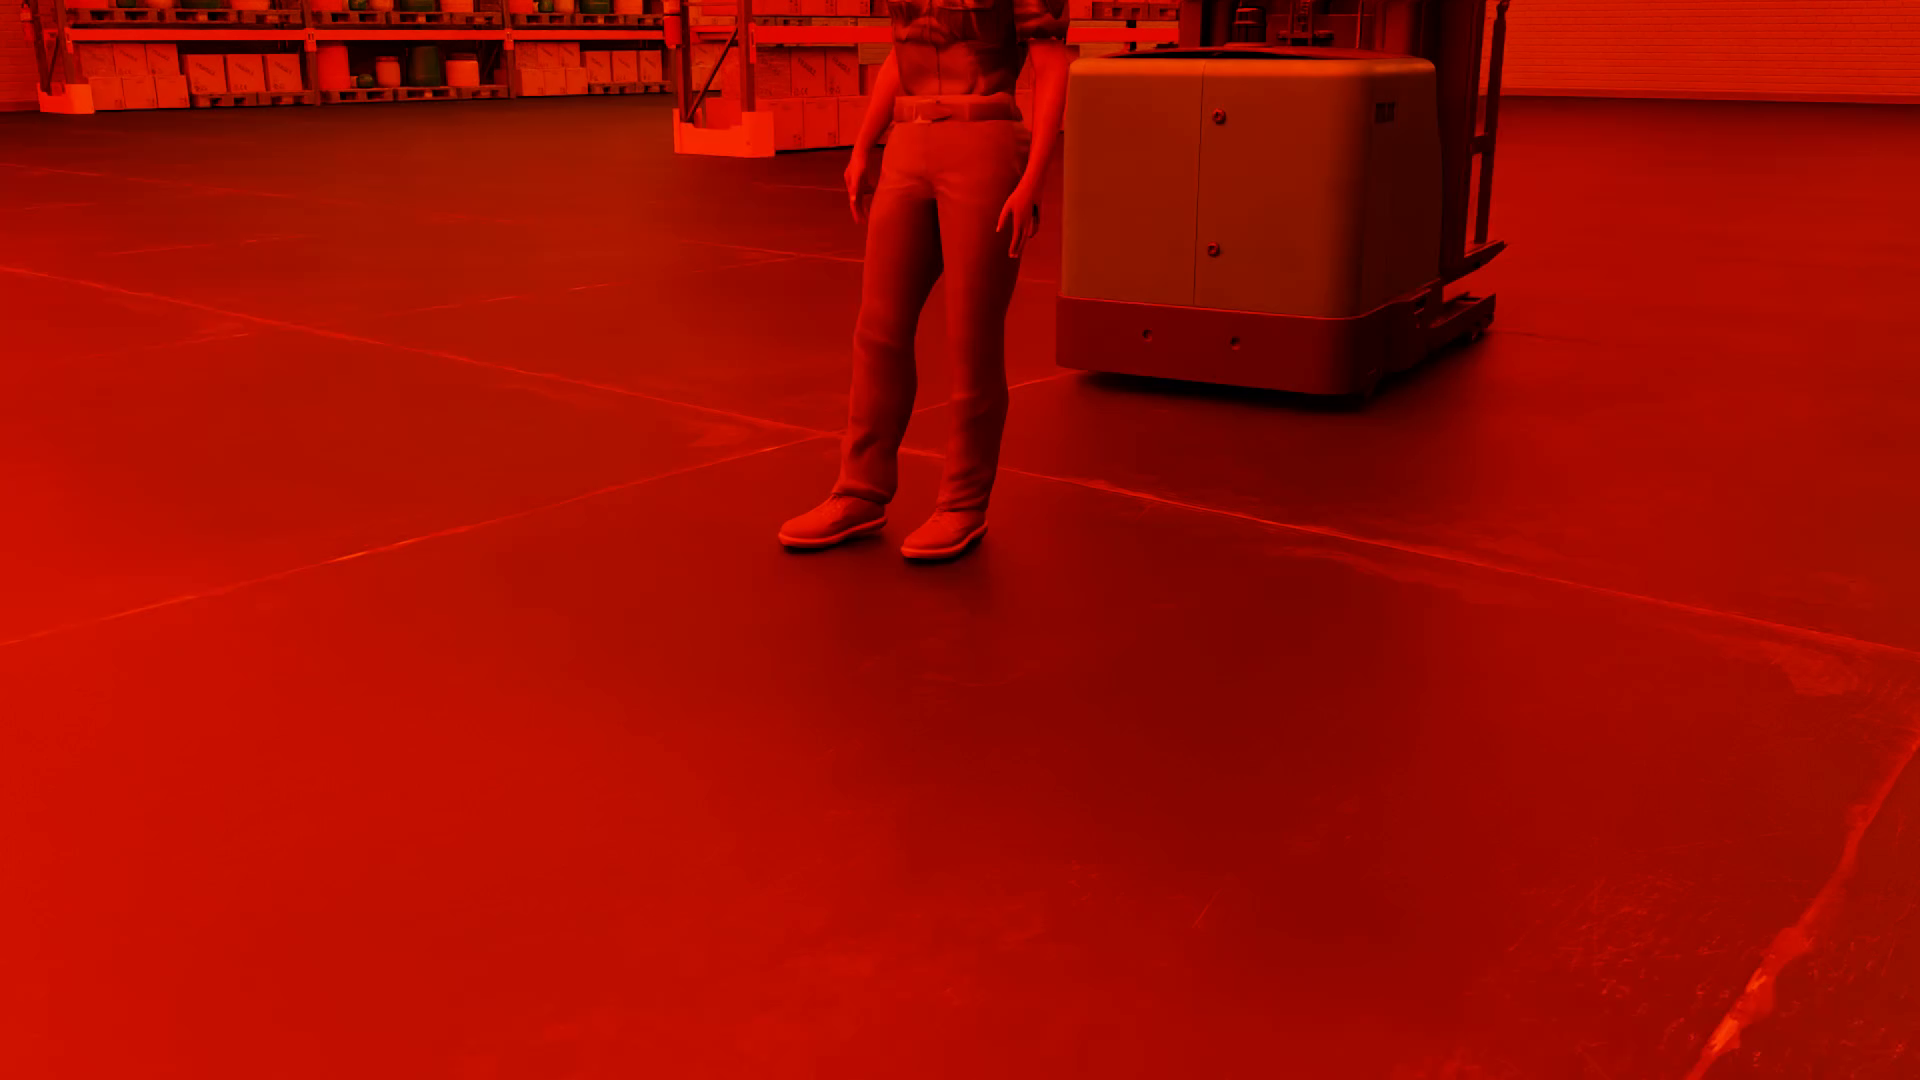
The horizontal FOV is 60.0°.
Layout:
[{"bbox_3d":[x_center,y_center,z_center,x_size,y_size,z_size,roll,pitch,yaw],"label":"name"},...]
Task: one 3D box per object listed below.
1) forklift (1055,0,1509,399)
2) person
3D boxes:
[{"bbox_3d":[1.490,-2.230,6.243,1.130,2.935,3.031,9,19,28],"label":"forklift"},{"bbox_3d":[-0.071,-0.783,3.647,0.569,1.656,0.503,13,21,37],"label":"person"}]
